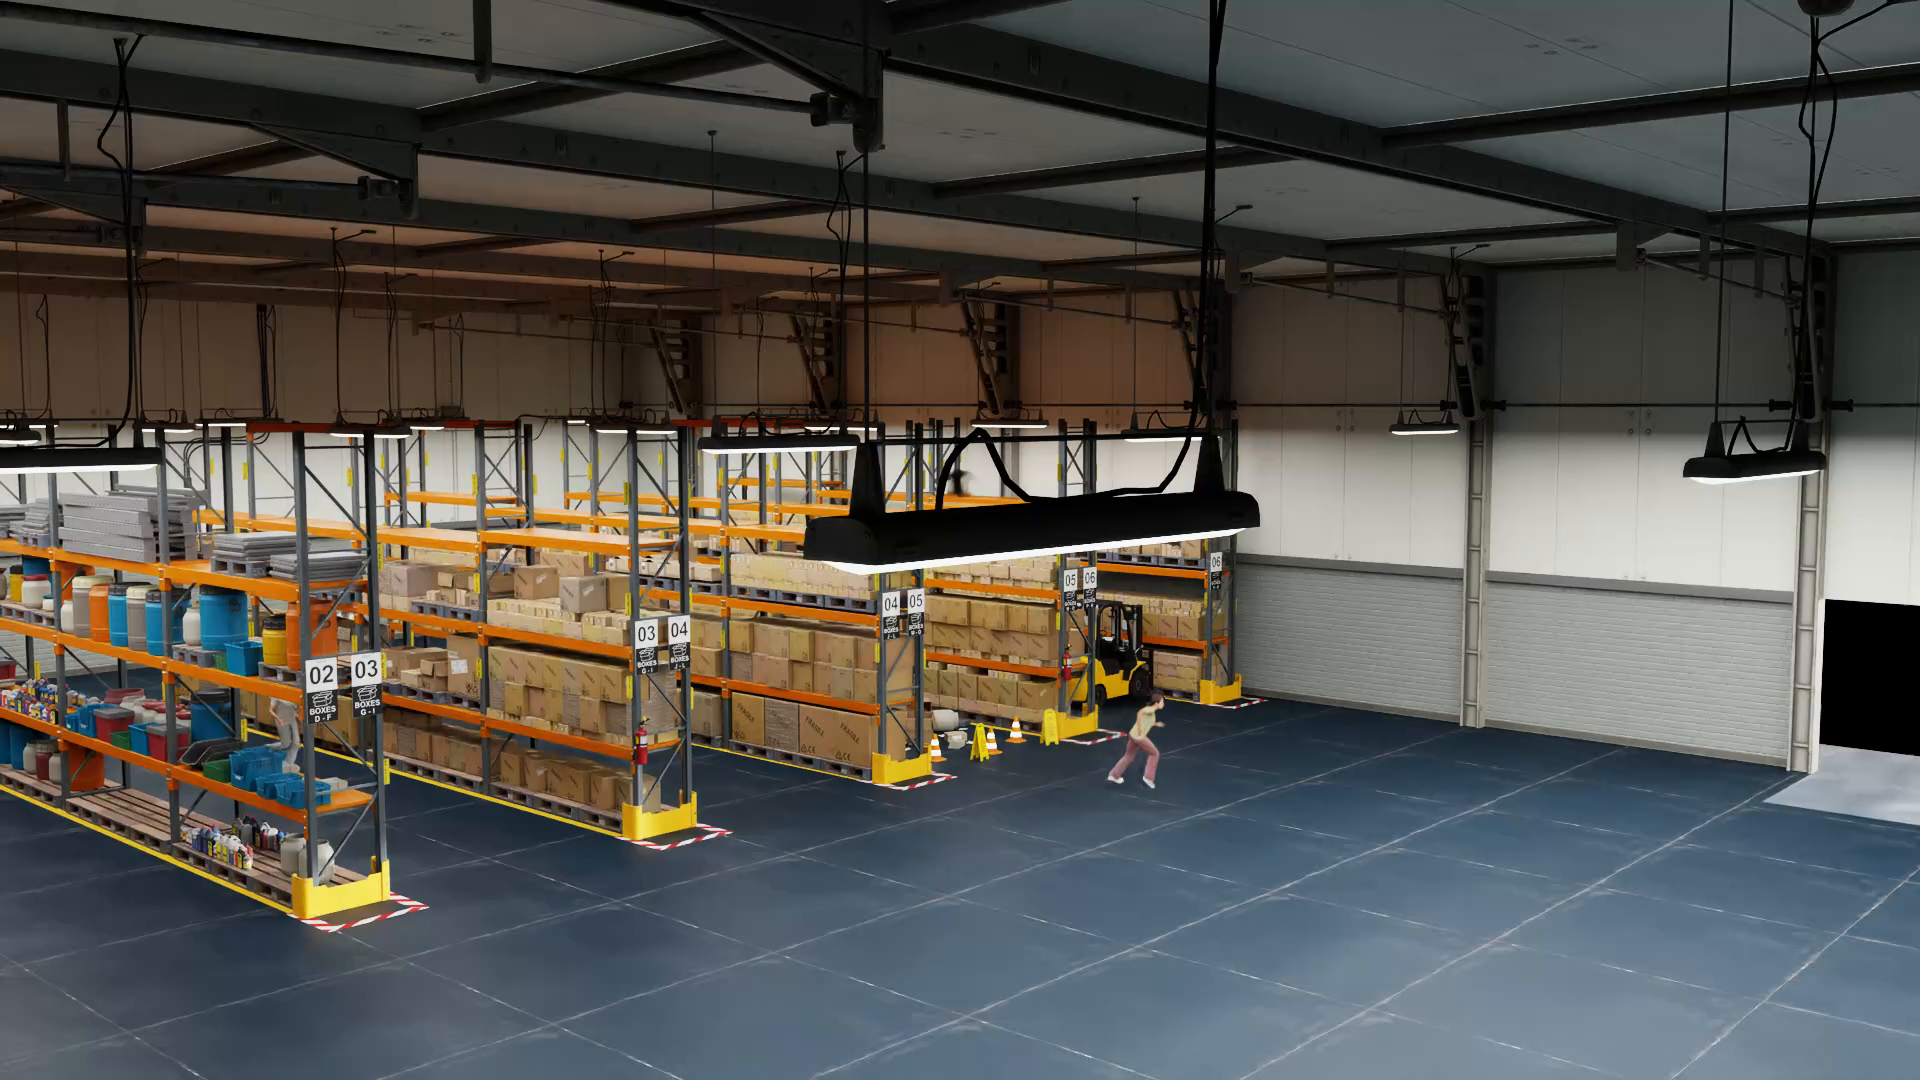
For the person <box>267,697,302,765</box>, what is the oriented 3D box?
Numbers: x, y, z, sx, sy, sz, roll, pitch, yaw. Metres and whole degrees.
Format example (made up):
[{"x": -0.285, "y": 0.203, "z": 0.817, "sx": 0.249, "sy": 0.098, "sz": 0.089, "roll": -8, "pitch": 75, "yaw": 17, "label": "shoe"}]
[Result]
[{"x": -11.726, "y": 3.173, "z": 28.815, "sx": 0.694, "sy": 1.622, "sz": 0.573, "roll": 3, "pitch": 5, "yaw": 29, "label": "person"}]

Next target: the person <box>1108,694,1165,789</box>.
[{"x": 2.905, "y": 3.333, "z": 27.398, "sx": 0.945, "sy": 1.612, "sz": 0.617, "roll": 0, "pitch": 5, "yaw": 0, "label": "person"}]

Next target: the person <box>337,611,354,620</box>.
[{"x": -14.270, "y": 2.300, "z": 38.605, "sx": 0.644, "sy": 1.800, "sz": 0.720, "roll": -2, "pitch": 5, "yaw": -22, "label": "person"}]
